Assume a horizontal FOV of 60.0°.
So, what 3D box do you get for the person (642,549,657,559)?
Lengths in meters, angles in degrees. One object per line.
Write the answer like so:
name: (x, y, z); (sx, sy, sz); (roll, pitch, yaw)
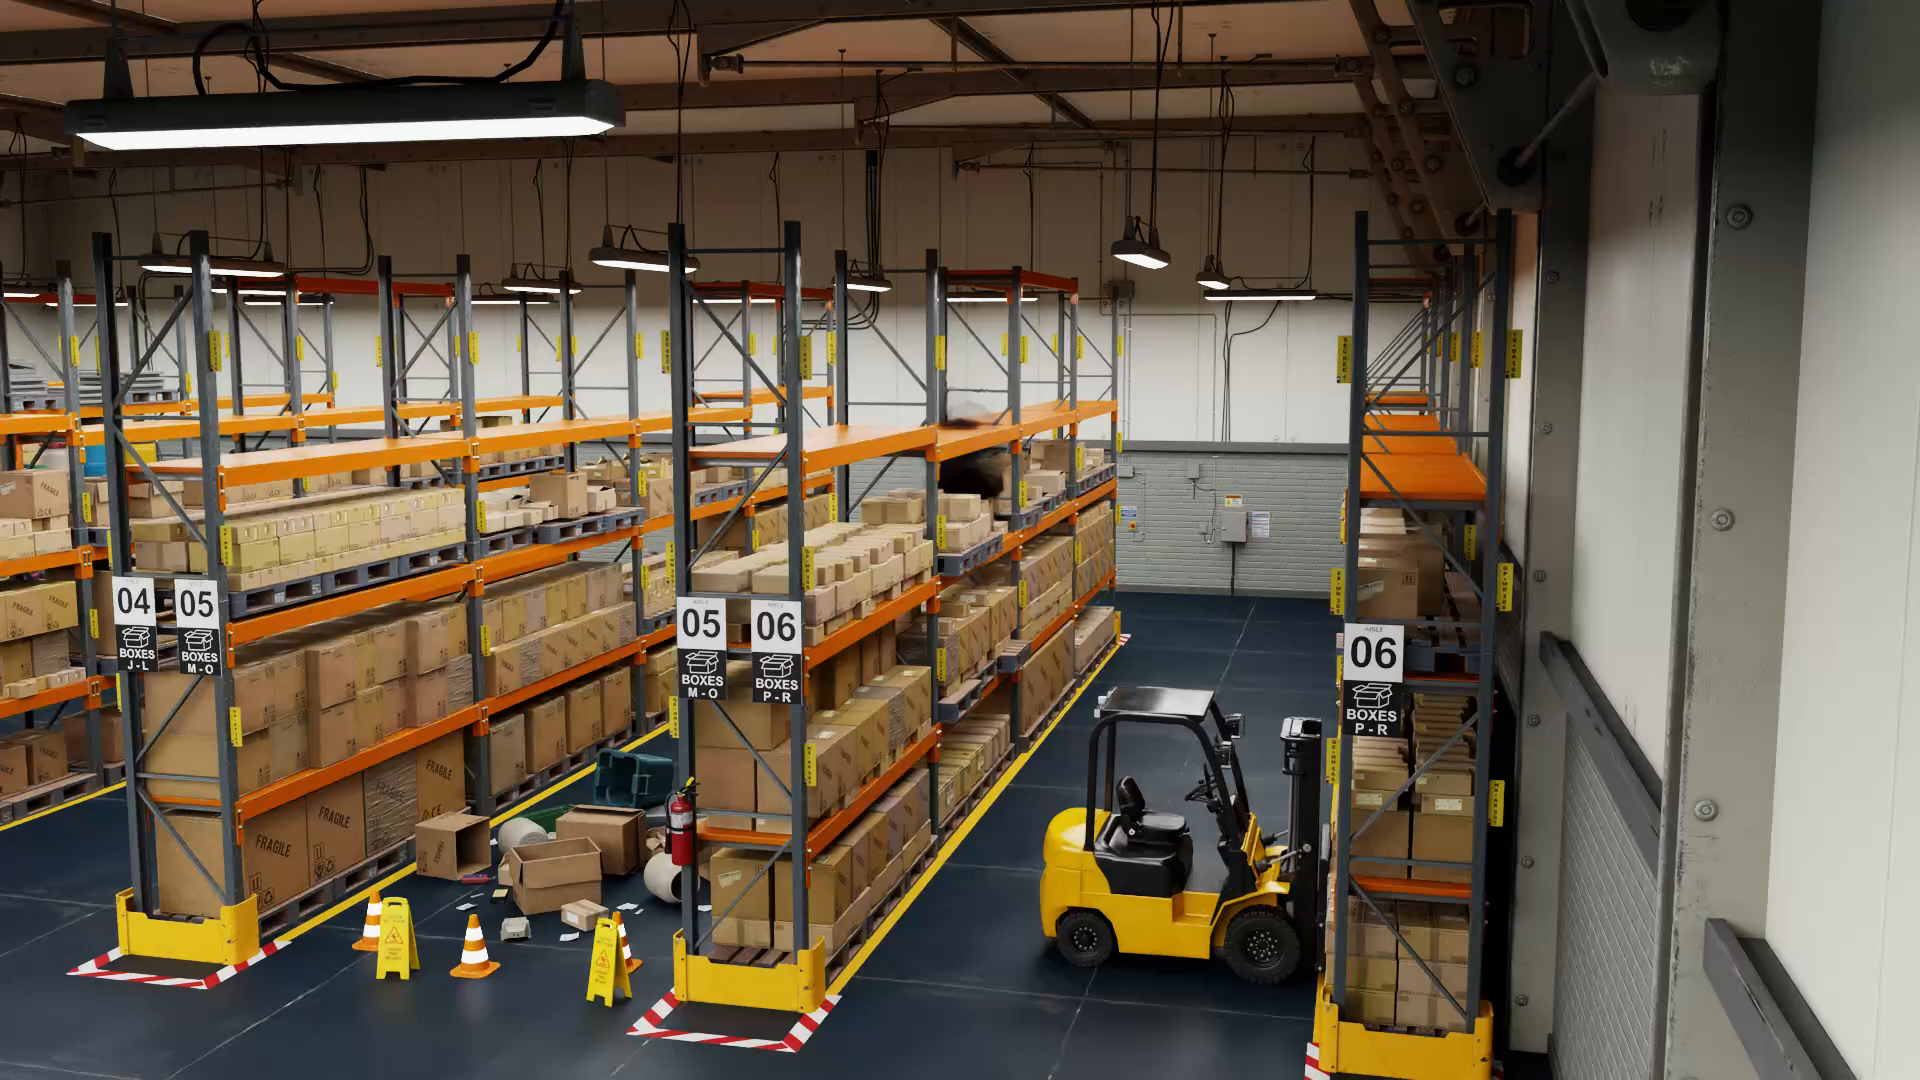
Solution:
person: (-5.033, 1.016, 26.923); (0.639, 1.760, 0.624); (2, 7, 15)
